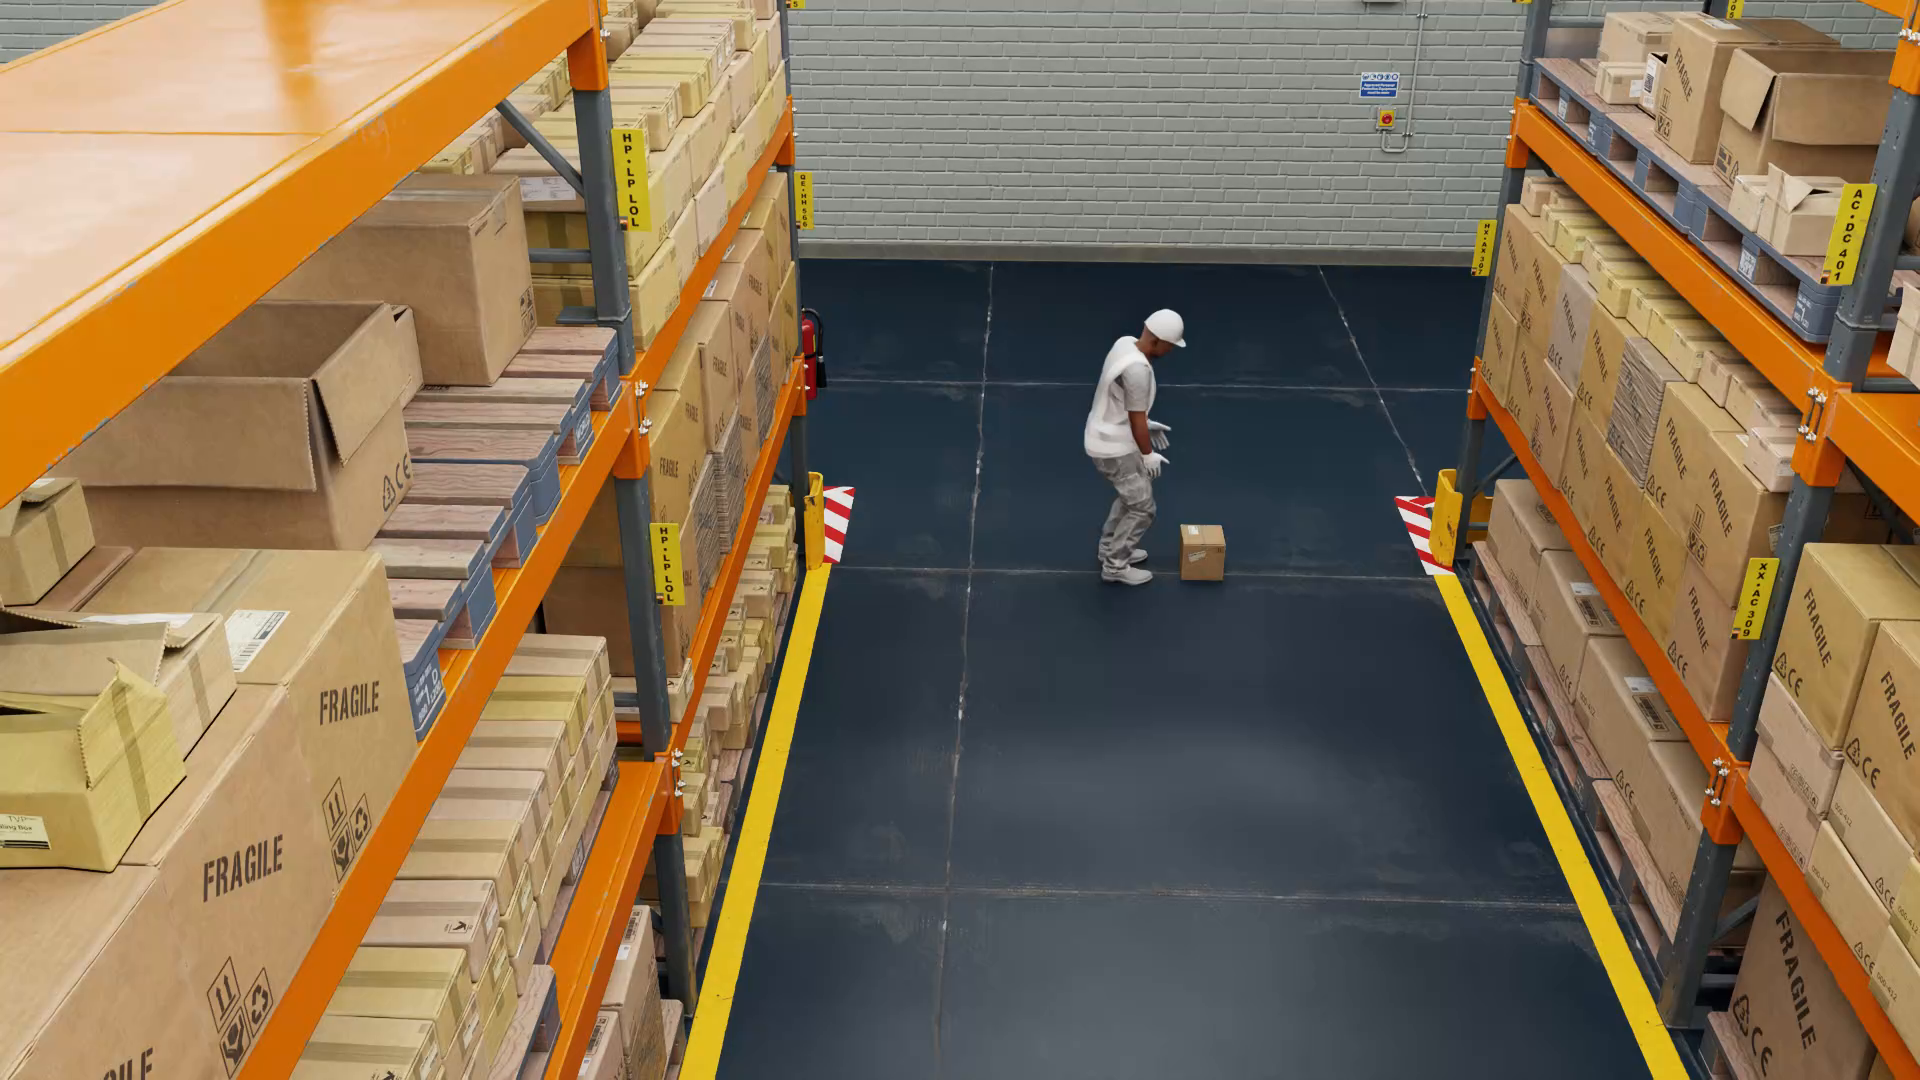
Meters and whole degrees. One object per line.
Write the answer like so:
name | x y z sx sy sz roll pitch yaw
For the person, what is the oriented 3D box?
person | 1.013 -0.572 9.821 0.561 1.663 0.591 2 28 3
